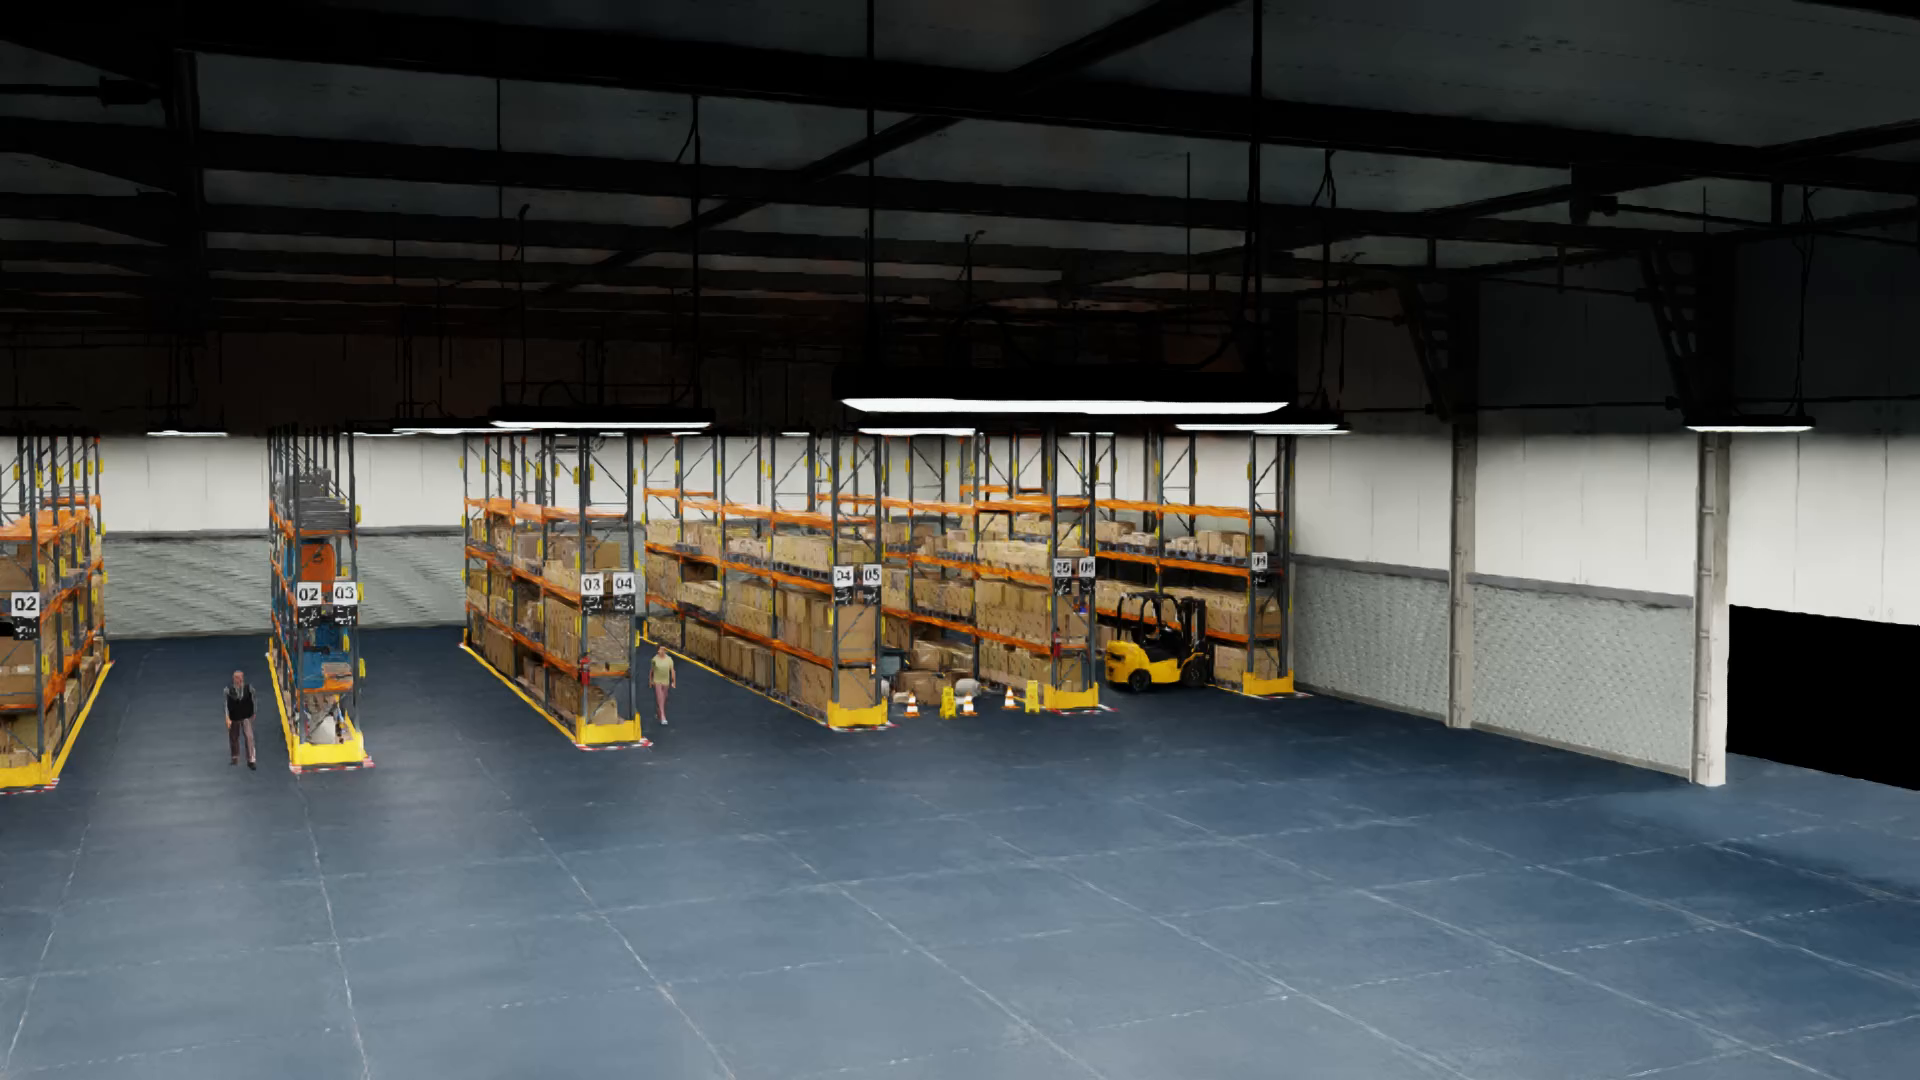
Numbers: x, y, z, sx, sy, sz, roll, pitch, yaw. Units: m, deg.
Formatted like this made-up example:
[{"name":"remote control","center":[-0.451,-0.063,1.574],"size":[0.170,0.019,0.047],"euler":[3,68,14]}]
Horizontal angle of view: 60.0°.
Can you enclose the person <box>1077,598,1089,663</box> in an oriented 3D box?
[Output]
[{"name":"person","center":[3.108,2.301,42.404],"size":[0.555,1.635,0.588],"euler":[0,3,1]}]

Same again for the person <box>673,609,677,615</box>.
[{"name":"person","center":[-8.294,1.949,49.228],"size":[0.463,1.559,0.502],"euler":[-2,4,-35]}]

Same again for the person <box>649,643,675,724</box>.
[{"name":"person","center":[-5.977,2.866,33.469],"size":[0.458,1.612,1.019],"euler":[-2,4,-25]}]

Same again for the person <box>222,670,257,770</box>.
[{"name":"person","center":[-12.541,3.110,28.972],"size":[0.562,1.718,0.717],"euler":[-2,4,-26]}]
